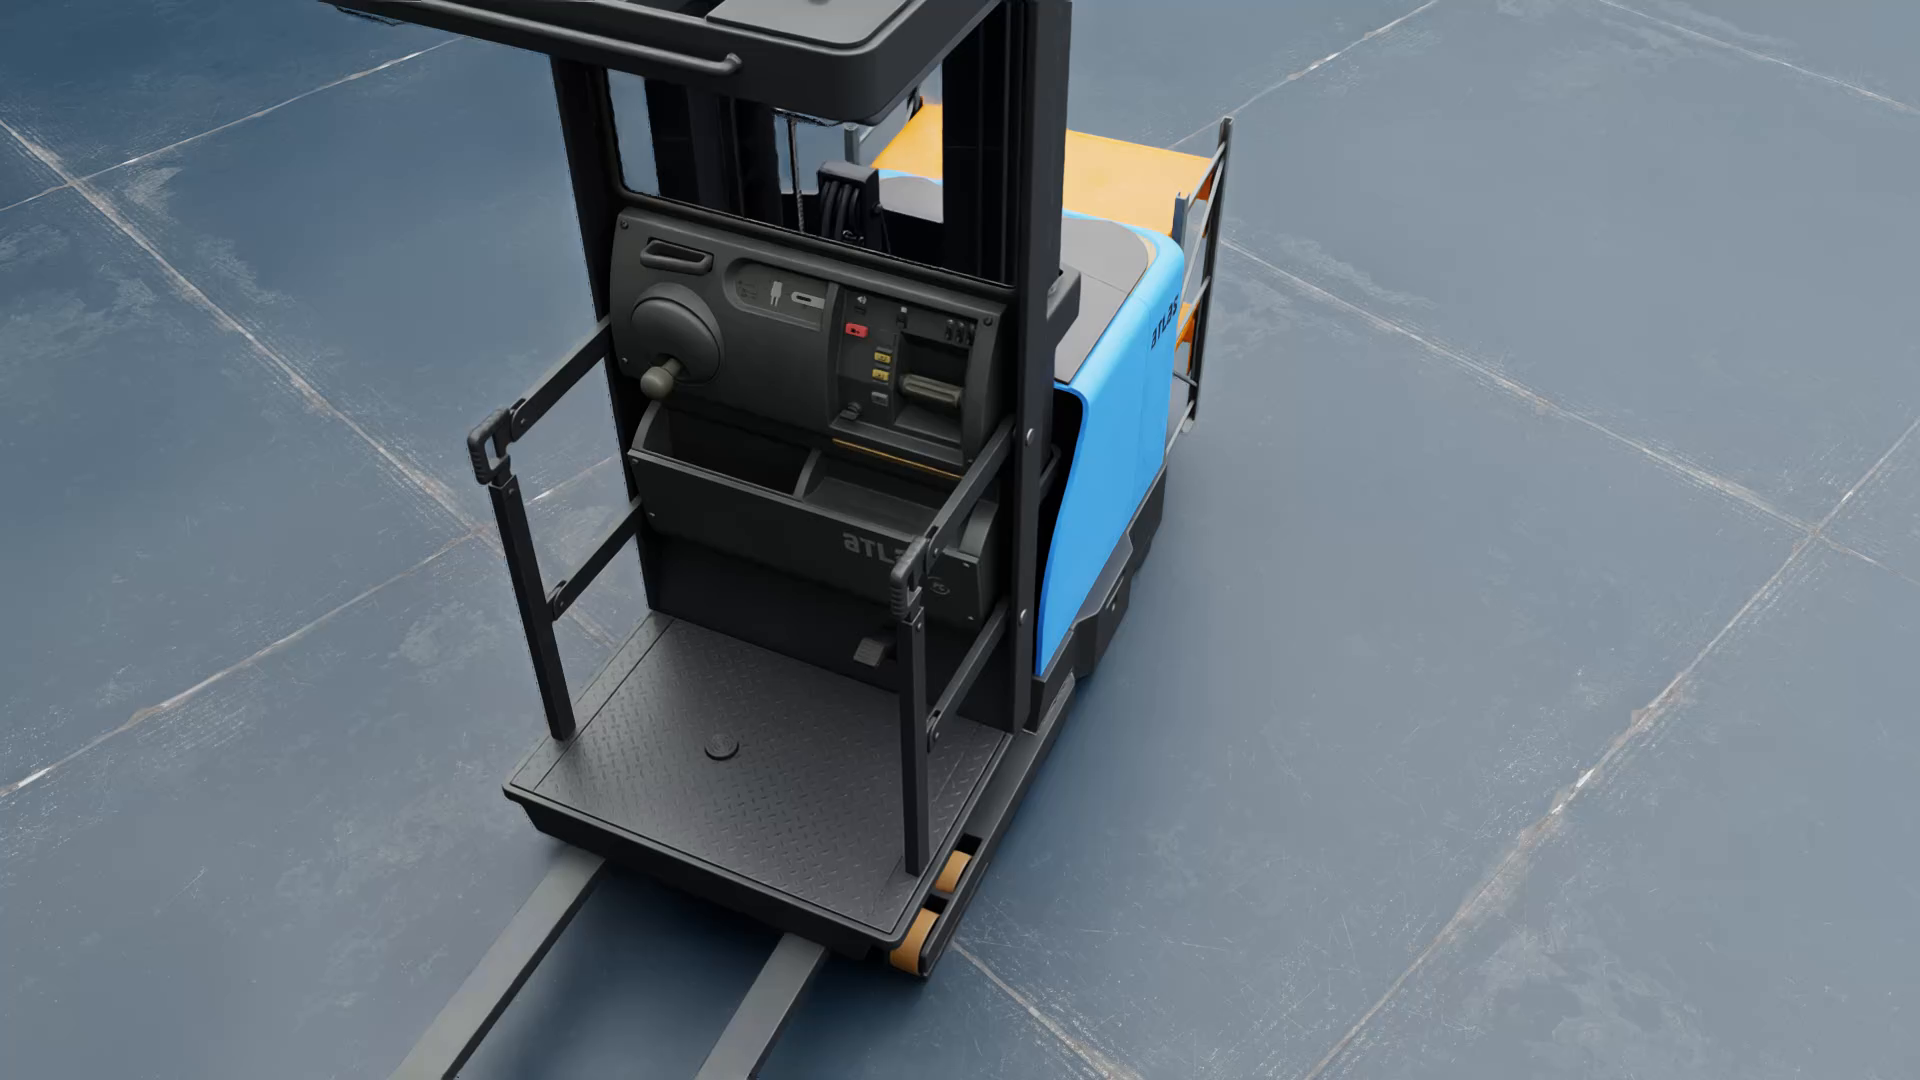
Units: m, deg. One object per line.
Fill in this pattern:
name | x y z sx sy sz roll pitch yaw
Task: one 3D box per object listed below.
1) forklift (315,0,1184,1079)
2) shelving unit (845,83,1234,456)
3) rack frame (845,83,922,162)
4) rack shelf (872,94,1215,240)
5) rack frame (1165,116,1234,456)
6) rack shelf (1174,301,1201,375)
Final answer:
forklift | -0.440 -0.351 3.470 1.130 2.935 3.031 17 45 18
shelving unit | 0.238 -0.824 5.313 1.048 1.125 0.538 16 45 16
rack frame | -0.232 -0.957 5.456 0.032 1.125 0.500 16 45 16
rack shelf | 0.238 -1.040 5.115 1.000 0.278 0.538 16 45 16
rack frame | 0.707 -0.692 5.170 0.032 1.125 0.500 16 45 16
rack shelf | 0.238 -0.645 5.479 1.000 0.278 0.538 16 45 16
